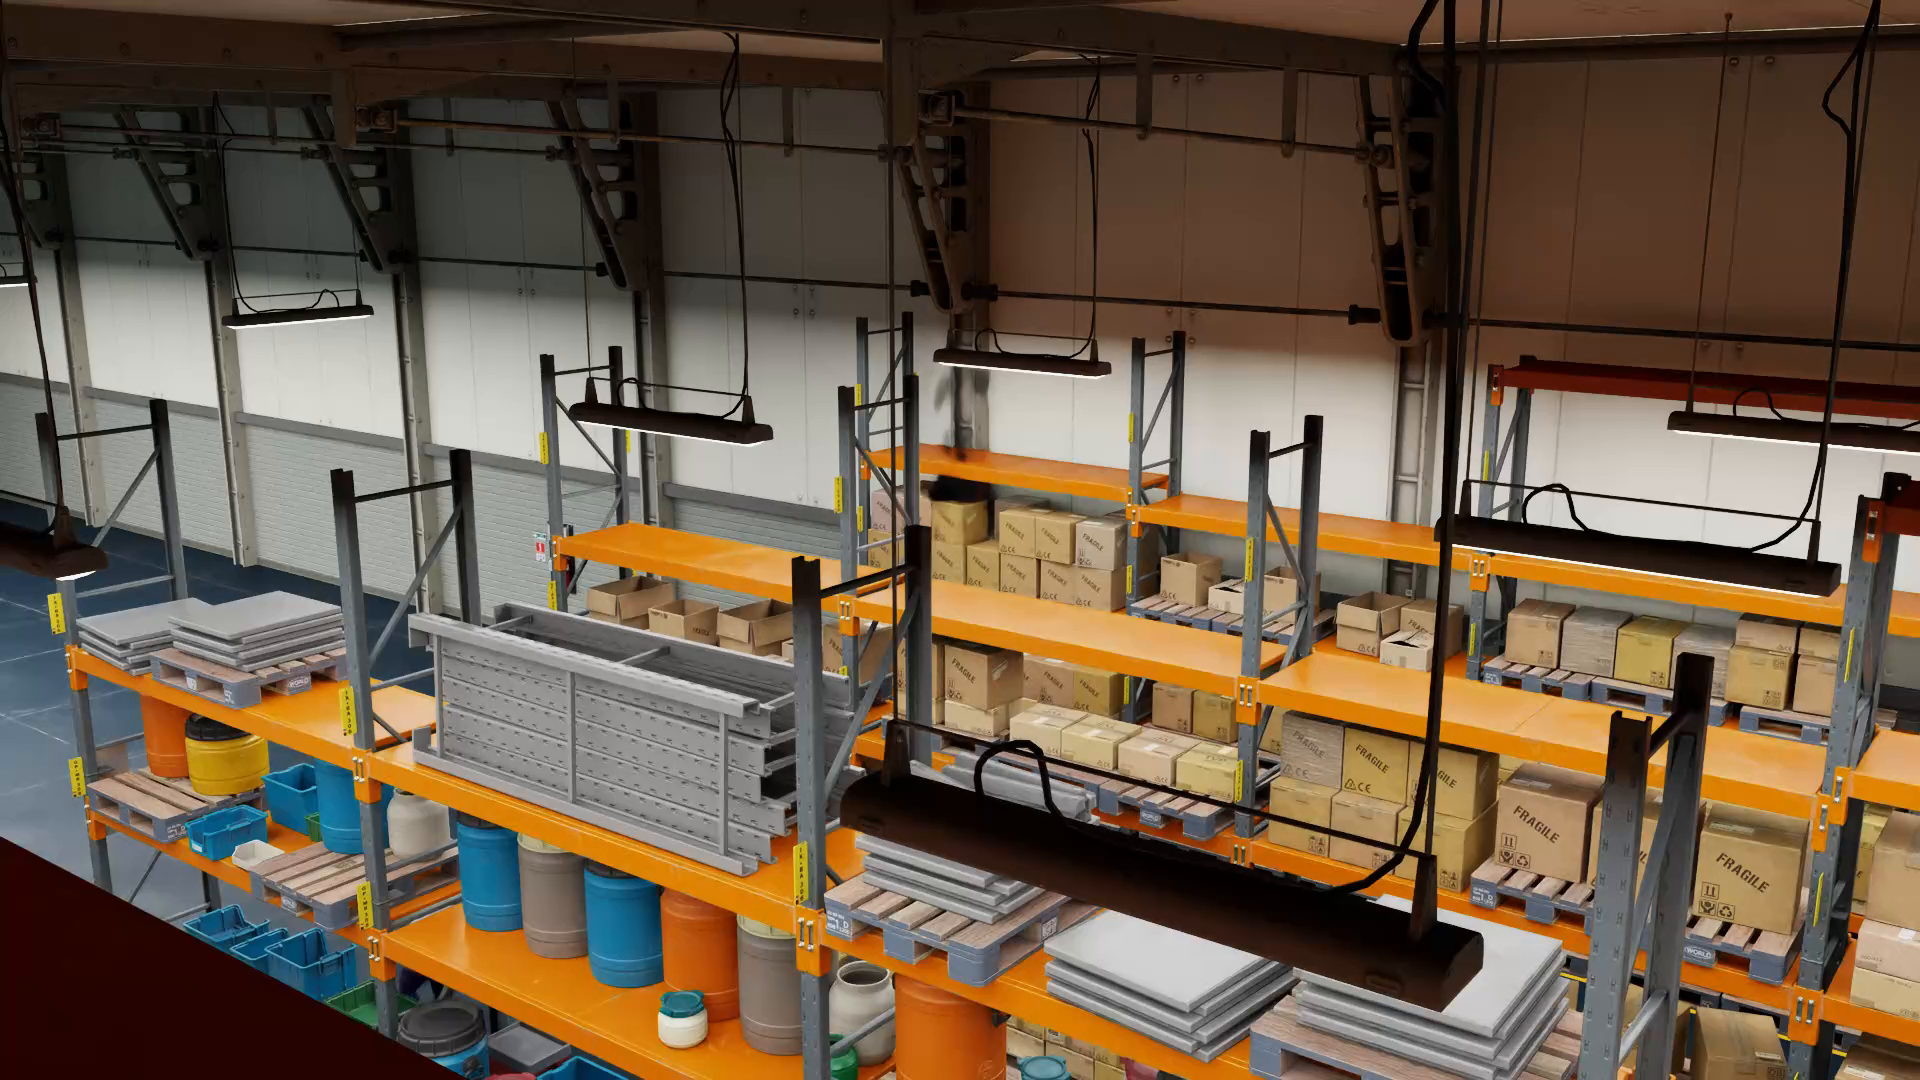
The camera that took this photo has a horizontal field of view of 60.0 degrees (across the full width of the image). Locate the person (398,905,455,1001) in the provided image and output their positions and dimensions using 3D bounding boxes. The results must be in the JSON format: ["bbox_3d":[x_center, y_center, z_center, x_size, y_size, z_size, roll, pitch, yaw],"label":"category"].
[{"bbox_3d":[-4.812,3.872,15.064,0.788,1.675,0.608,12,17,41],"label":"person"}]
